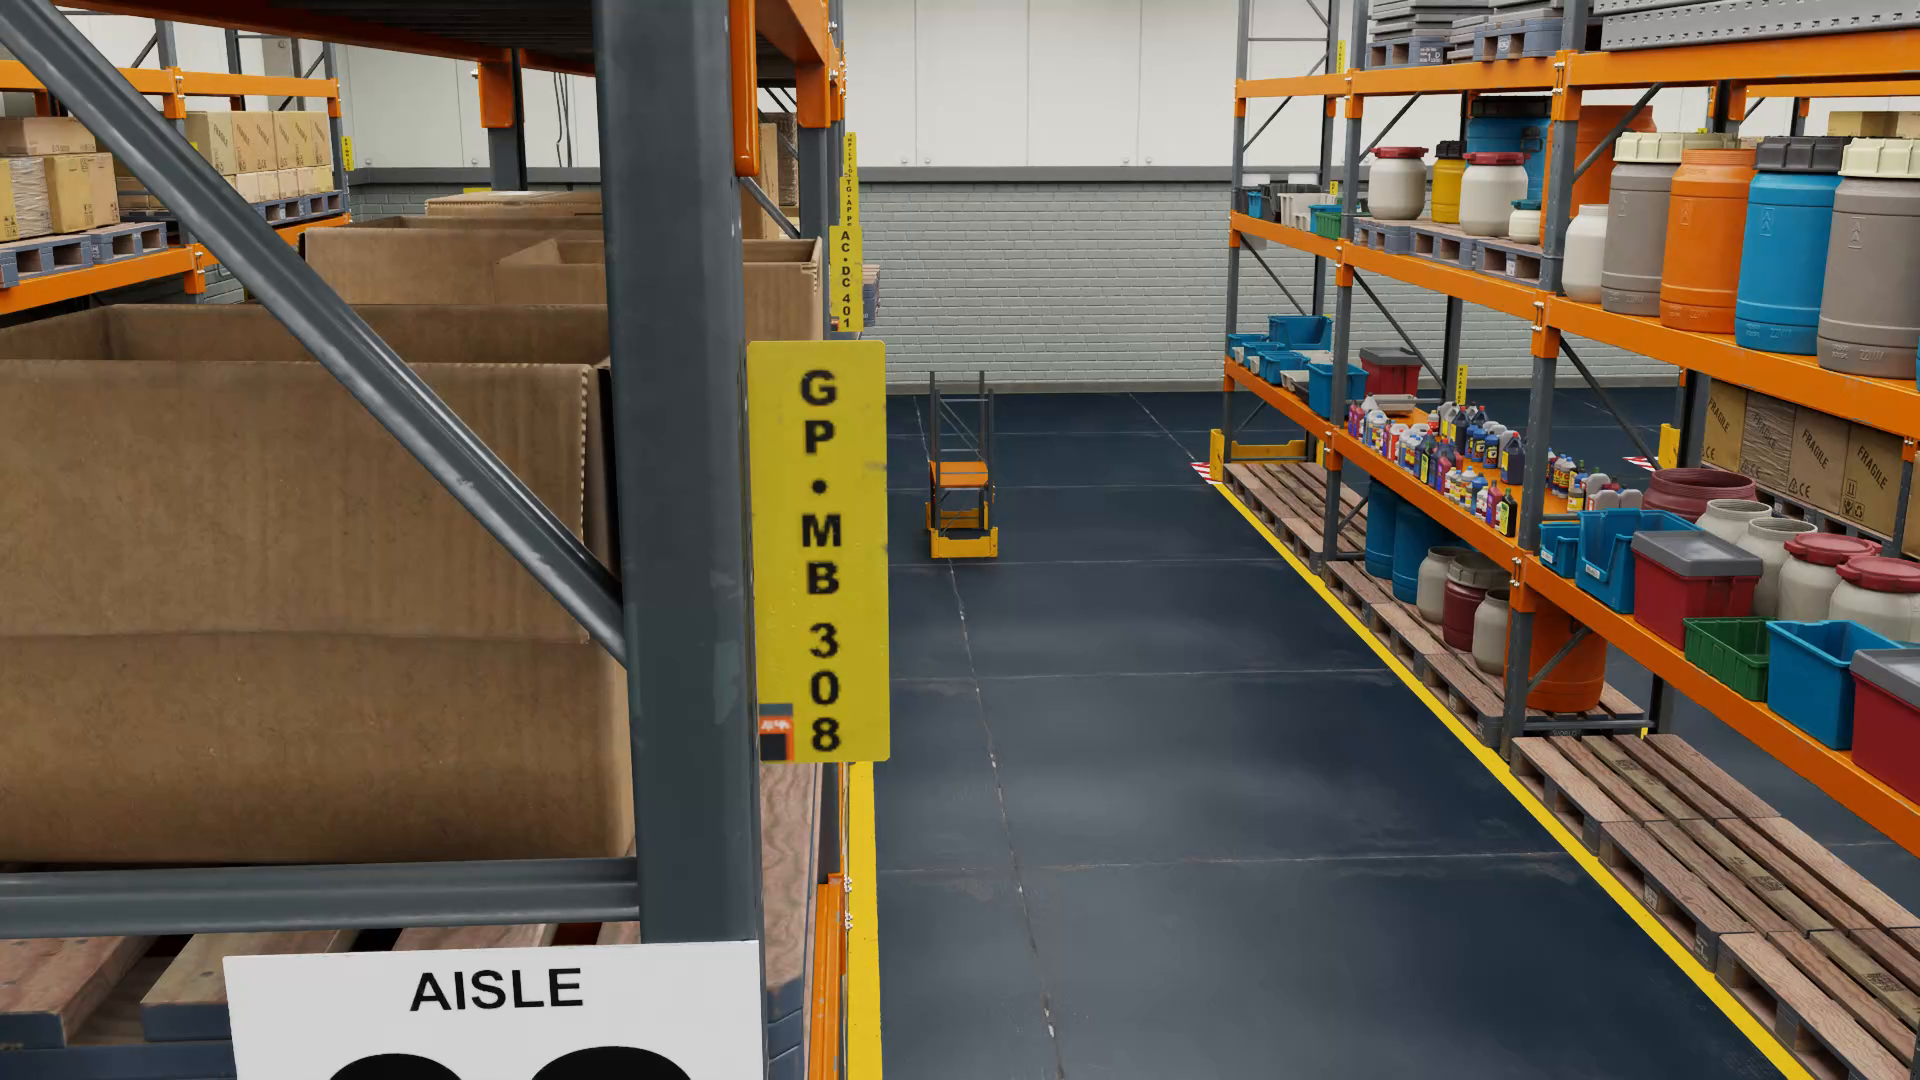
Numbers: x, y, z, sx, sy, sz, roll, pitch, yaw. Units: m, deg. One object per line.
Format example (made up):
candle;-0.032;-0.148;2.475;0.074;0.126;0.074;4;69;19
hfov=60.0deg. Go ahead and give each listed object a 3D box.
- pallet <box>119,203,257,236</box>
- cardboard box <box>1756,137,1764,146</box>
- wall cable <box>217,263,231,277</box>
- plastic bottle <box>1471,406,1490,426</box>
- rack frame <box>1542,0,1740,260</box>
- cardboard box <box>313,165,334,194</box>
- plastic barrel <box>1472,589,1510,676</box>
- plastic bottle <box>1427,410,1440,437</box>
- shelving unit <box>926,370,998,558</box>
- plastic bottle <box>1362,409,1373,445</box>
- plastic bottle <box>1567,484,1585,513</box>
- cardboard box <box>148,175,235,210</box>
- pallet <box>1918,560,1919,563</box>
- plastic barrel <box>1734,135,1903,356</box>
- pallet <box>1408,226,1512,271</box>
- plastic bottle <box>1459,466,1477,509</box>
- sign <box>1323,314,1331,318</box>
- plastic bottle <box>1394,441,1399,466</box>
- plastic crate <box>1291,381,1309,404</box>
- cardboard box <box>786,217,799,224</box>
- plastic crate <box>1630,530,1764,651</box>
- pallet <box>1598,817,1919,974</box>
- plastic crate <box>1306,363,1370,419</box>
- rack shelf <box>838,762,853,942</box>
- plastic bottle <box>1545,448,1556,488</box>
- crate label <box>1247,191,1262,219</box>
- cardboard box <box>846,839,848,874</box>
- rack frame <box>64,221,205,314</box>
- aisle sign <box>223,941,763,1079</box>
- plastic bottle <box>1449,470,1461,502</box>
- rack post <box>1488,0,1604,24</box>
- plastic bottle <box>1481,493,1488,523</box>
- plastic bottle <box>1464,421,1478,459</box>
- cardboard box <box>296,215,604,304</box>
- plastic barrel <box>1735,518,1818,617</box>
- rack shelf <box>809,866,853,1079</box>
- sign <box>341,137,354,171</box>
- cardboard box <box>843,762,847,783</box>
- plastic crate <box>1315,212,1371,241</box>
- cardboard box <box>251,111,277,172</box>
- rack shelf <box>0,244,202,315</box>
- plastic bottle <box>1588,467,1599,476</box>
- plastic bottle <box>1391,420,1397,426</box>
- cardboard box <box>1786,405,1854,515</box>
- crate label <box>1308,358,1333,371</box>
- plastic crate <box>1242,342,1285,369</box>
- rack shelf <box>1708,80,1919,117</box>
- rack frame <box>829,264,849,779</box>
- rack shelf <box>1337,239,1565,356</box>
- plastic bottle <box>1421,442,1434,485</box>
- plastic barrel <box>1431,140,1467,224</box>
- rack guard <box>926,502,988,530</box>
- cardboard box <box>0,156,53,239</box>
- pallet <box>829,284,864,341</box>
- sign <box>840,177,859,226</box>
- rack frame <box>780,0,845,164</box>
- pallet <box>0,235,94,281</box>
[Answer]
pallet;-6.386;-2.585;13.437;1.003;0.211;1.213;-1;14;-3
cardboard box;8.238;-3.679;16.265;0.700;0.500;0.500;-1;14;-5
wall cable;-7.617;-2.763;17.929;0.084;1.984;1.851;-1;14;-3
plastic bottle;3.937;-0.832;12.561;0.144;0.351;0.185;-1;14;-3
rack frame;3.790;-3.036;8.989;1.000;3.000;0.127;-1;14;-3
cardboard box;-6.283;-3.421;15.763;0.500;0.250;0.500;0;14;-2
plastic barrel;3.618;0.611;11.006;0.421;0.512;0.421;0;14;0
plastic bottle;3.766;-0.929;13.241;0.097;0.201;0.097;0;14;0
shelving unit;0.005;-0.707;14.989;0.587;1.500;1.083;-1;14;-3
plastic bottle;3.179;-0.879;12.905;0.097;0.271;0.097;0;14;0
plastic bottle;3.934;-0.255;10.621;0.097;0.201;0.097;0;14;0
cardboard box;-6.126;-2.780;13.272;0.500;0.250;0.500;-1;14;-4
pallet;8.609;0.340;13.506;1.003;0.211;1.213;-1;14;-3
plastic barrel;3.709;-1.279;7.177;0.600;0.901;0.708;-1;14;-3
pallet;3.761;-2.011;11.405;1.003;0.211;1.213;-1;14;-3
plastic bottle;3.312;-0.345;10.830;0.097;0.271;0.097;0;14;0
sign;3.842;-2.211;17.498;0.100;0.325;0.005;-1;14;-3
plastic bottle;3.228;-0.648;12.149;0.097;0.201;0.097;0;14;0
plastic crate;3.205;-1.295;14.695;0.437;0.125;0.590;-1;14;-3
cardboard box;-1.070;-1.526;8.600;0.500;0.250;0.500;-2;15;-8
plastic crate;3.585;0.245;8.148;0.402;0.464;0.583;-1;14;-3
pallet;3.872;1.716;8.156;1.003;0.211;1.213;-1;14;-3
plastic crate;3.173;-1.257;14.028;0.392;0.384;0.575;-1;14;-3
rack shelf;-1.030;0.791;7.599;1.077;0.370;4.000;-1;14;-3
plastic bottle;4.034;-0.497;11.420;0.097;0.271;0.097;0;14;0
crate label;3.029;-3.266;16.203;0.408;0.251;0.502;-1;14;-3
cardboard box;-0.780;1.582;7.758;0.500;0.250;0.500;-1;14;-2
rack frame;-6.346;-0.972;13.008;1.000;3.000;0.127;-1;14;-3
aisle sign;-0.349;0.688;1.341;0.394;0.787;0.004;-1;14;-3
plastic bottle;3.300;-0.360;11.027;0.097;0.201;0.097;0;14;0
rack post;3.704;-3.179;9.696;0.954;0.300;0.937;-1;14;-3
plastic bottle;3.336;-0.214;10.462;0.097;0.201;0.097;0;14;0
plastic bottle;3.820;-0.747;12.391;0.097;0.271;0.097;0;14;0
cardboard box;-0.930;-0.422;3.521;0.797;0.503;0.637;1;14;3
plastic barrel;4.093;0.173;8.334;0.421;0.512;0.421;0;14;0
rack shelf;-0.782;1.786;3.733;1.077;0.370;4.000;-1;14;-3
sign;-6.051;-3.815;16.420;0.100;0.325;0.005;-1;14;-3
cardboard box;-0.809;1.183;8.182;0.500;0.311;0.500;-1;14;-4
plastic crate;3.214;-2.576;13.647;0.450;0.188;0.662;-1;14;-3
cardboard box;-6.184;-3.399;14.175;0.500;0.500;0.500;-1;14;-3
rack shelf;-6.222;-1.579;10.791;1.077;0.370;4.000;-1;14;-3
plastic bottle;4.094;-0.335;10.768;0.061;0.283;0.133;-1;14;-3
plastic bottle;3.337;-0.823;12.829;0.097;0.201;0.097;0;14;0
cardboard box;8.469;-0.765;15.625;0.875;0.875;0.875;-1;14;-3
crate label;3.571;-1.680;16.168;0.396;0.136;0.243;-1;14;-3
plastic crate;3.022;-1.838;16.588;0.416;0.233;0.300;-1;14;-3
rack shelf;8.362;-4.062;15.225;1.077;0.370;4.000;-1;14;-3
rack frame;-1.154;-0.055;9.443;1.000;3.000;0.127;-1;14;-3
rack shelf;3.666;-1.732;11.386;1.077;0.370;4.000;-1;14;-3
plastic bottle;3.249;-0.531;11.529;0.061;0.283;0.133;-1;14;-3
plastic barrel;3.801;-2.648;12.283;0.600;0.588;0.600;0;14;0
rack guard;-0.026;-0.226;15.627;0.587;0.250;0.087;-1;14;-3
cardboard box;-6.335;-2.203;10.688;0.700;0.500;0.500;-1;14;-3
pallet;-0.951;-0.970;7.361;1.003;0.211;1.213;0;14;-1
sign;-0.600;-1.803;9.020;0.100;0.325;0.005;-1;14;-3
rack frame;-1.650;-4.950;16.428;1.000;3.000;0.127;-1;14;-3
pallet;-6.263;-1.776;10.492;1.003;0.211;1.213;0;14;-1
